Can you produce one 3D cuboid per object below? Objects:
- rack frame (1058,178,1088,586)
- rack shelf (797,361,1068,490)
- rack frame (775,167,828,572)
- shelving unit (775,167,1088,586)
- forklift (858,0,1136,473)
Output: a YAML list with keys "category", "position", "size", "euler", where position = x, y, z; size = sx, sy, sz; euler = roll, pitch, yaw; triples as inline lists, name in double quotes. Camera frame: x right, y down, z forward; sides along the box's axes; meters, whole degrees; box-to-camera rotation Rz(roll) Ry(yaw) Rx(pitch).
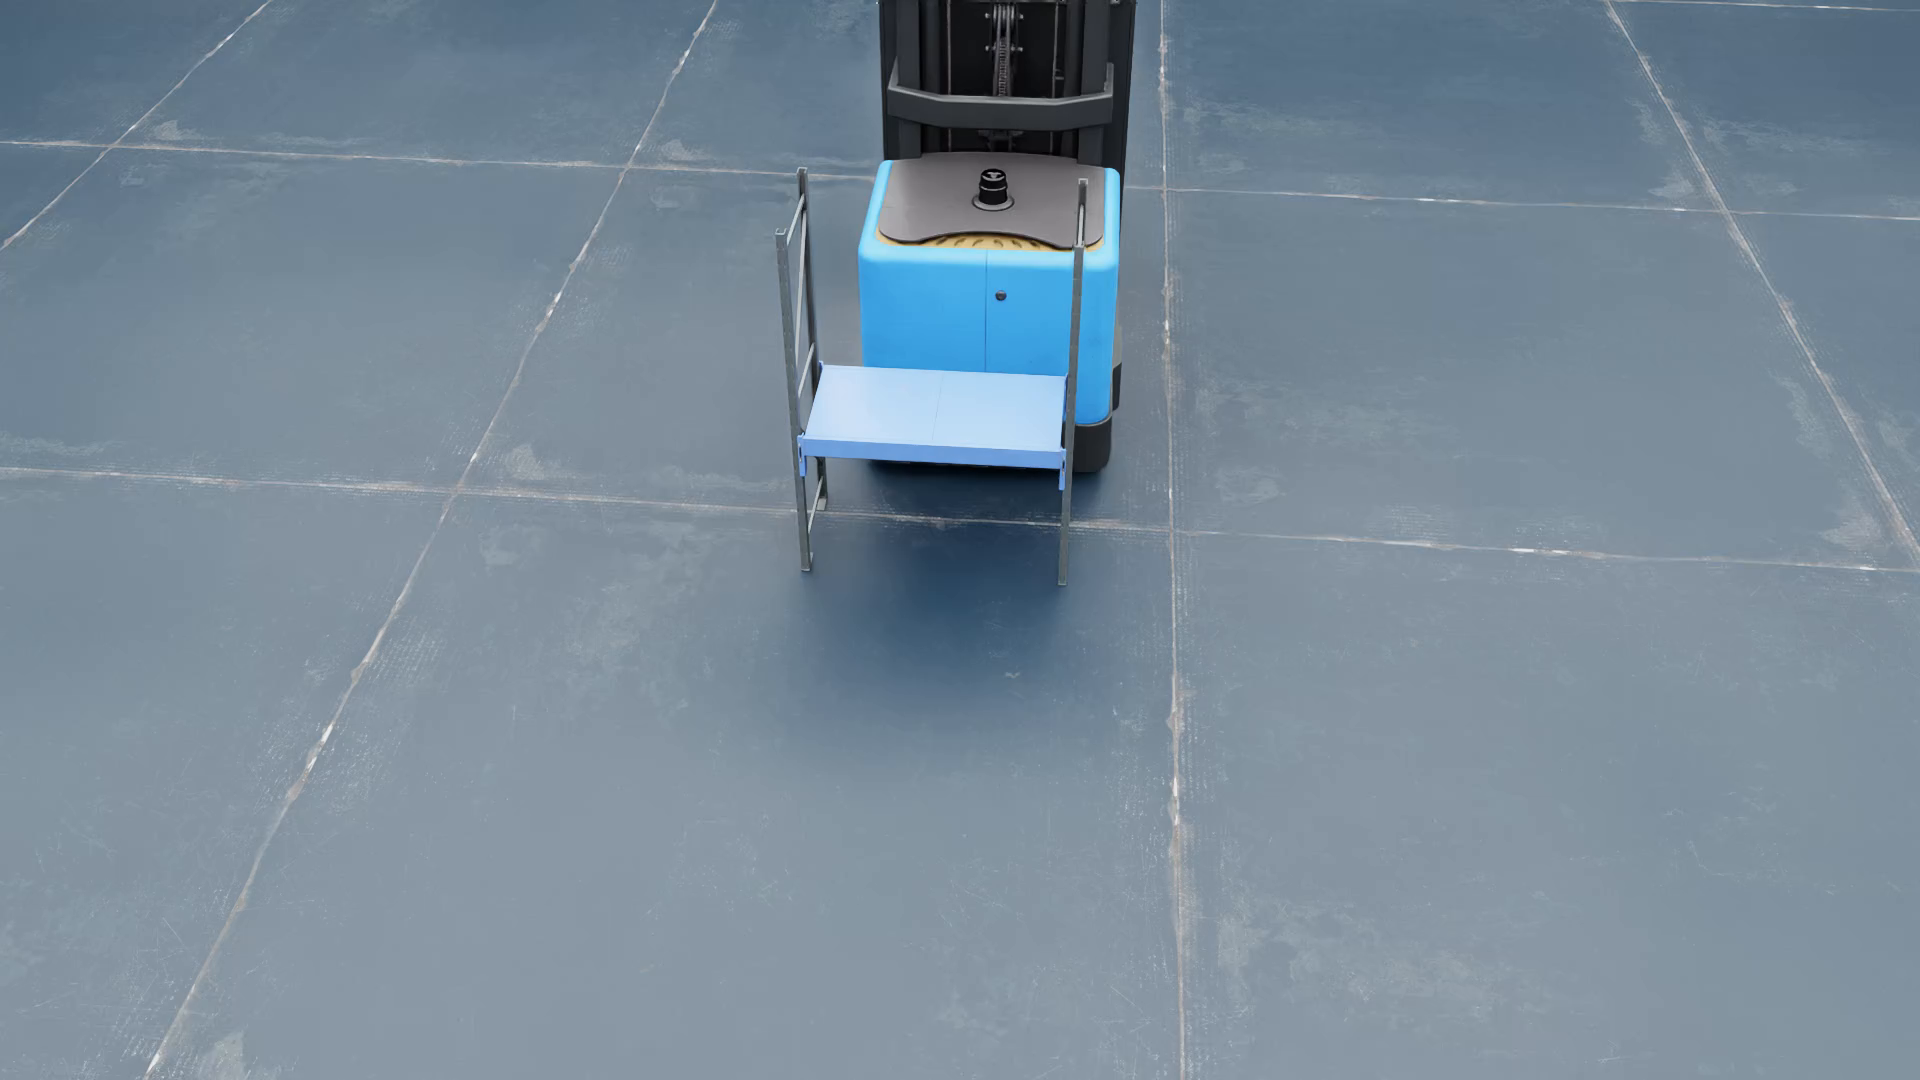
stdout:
- category: "rack frame"
  position: [0.421, -0.559, 6.248]
  size: [0.032, 1.500, 0.500]
  euler: [3, 39, 4]
- category: "rack shelf"
  position: [-0.085, -0.447, 6.396]
  size: [1.000, 0.185, 0.538]
  euler: [3, 39, 4]
- category: "rack frame"
  position: [-0.591, -0.614, 6.316]
  size: [0.032, 1.500, 0.500]
  euler: [3, 39, 4]
- category: "shelving unit"
  position: [-0.085, -0.586, 6.282]
  size: [1.048, 1.500, 0.538]
  euler: [3, 39, 4]
- category: "forklift"
  position: [0.220, -2.337, 7.300]
  size: [1.130, 2.935, 3.031]
  euler: [3, 39, 3]
